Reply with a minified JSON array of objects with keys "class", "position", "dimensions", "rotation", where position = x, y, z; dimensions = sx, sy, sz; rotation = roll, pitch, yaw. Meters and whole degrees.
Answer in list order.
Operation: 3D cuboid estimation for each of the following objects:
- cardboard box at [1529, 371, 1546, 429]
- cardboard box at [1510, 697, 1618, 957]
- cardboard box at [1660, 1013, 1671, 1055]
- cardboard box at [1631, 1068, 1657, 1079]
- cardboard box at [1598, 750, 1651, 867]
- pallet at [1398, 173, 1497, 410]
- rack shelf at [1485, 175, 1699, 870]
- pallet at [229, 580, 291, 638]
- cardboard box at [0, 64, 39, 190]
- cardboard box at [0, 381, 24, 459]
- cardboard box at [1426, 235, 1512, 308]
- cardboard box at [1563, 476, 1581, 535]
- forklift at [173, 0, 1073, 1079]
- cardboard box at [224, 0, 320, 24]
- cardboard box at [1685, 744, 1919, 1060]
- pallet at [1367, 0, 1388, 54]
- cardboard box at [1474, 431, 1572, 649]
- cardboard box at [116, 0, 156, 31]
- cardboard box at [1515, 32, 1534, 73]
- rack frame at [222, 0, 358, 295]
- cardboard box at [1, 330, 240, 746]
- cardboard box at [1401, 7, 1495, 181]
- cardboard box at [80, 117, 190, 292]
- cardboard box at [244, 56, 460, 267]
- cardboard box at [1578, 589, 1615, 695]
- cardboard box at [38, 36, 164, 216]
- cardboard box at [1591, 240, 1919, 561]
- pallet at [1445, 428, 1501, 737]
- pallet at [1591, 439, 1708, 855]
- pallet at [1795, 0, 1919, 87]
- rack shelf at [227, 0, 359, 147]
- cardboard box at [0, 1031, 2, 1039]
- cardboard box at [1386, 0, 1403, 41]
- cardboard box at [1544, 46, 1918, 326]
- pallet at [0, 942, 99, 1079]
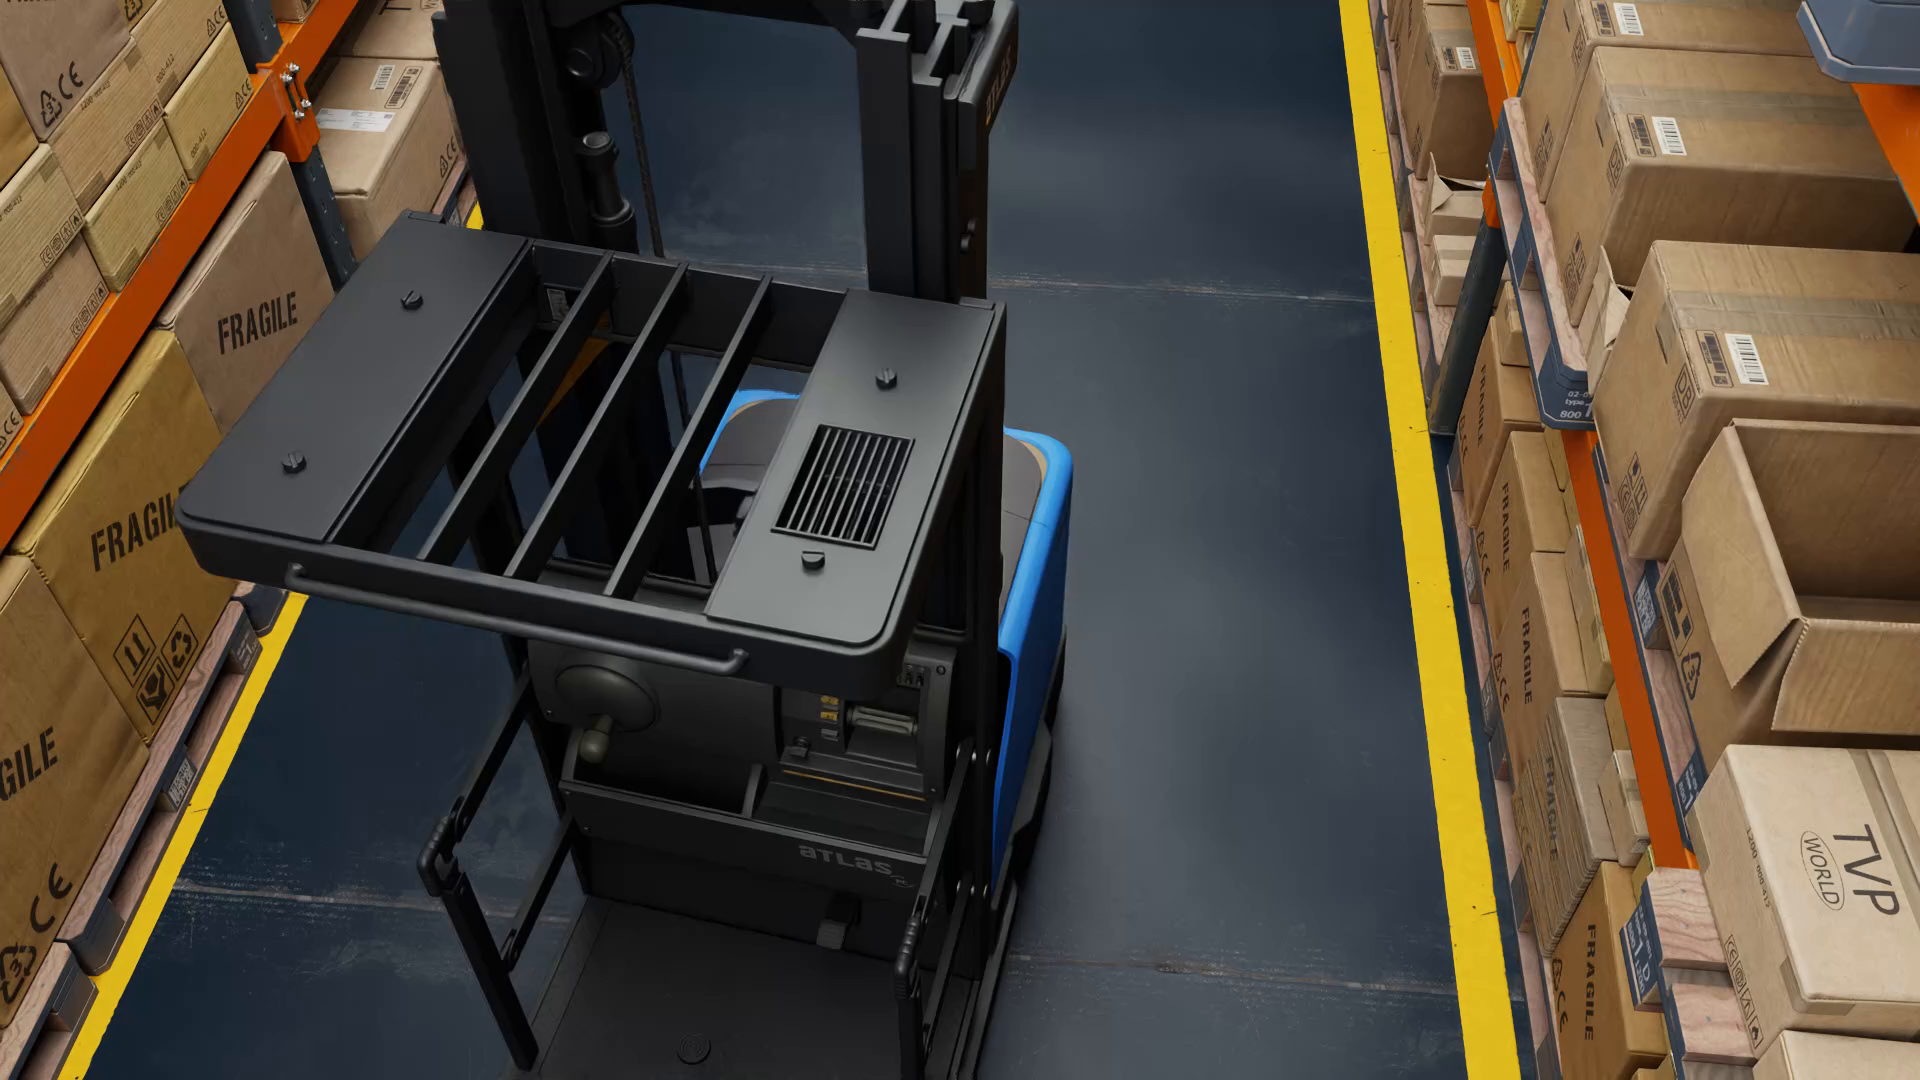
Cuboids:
[{"class":"cardboard box","position":[1.980,-0.469,5.116],"dimensions":[0.380,0.149,0.250],"rotation":[3,48,2]},{"class":"cardboard box","position":[1.815,0.775,4.418],"dimensions":[0.500,0.500,0.500],"rotation":[2,48,2]},{"class":"cardboard box","position":[1.785,1.051,3.725],"dimensions":[0.380,0.149,0.250],"rotation":[5,48,5]},{"class":"cardboard box","position":[1.741,1.542,3.716],"dimensions":[0.500,0.500,0.500],"rotation":[3,48,3]},{"class":"cardboard box","position":[1.802,0.663,4.081],"dimensions":[0.380,0.149,0.250],"rotation":[2,48,2]},{"class":"pallet","position":[2.289,-0.970,6.494],"dimensions":[1.003,0.211,1.213],"rotation":[4,48,4]},{"class":"rack shelf","position":[2.043,0.306,3.925],"dimensions":[1.077,0.370,4.000],"rotation":[4,48,4]},{"class":"pallet","position":[-2.713,-0.225,5.812],"dimensions":[1.003,0.211,1.213],"rotation":[4,48,4]},{"class":"cardboard box","position":[-2.614,-1.012,3.897],"dimensions":[0.500,0.500,0.500],"rotation":[5,48,5]},{"class":"cardboard box","position":[-2.663,-0.217,4.017],"dimensions":[0.500,0.250,0.500],"rotation":[4,48,4]},{"class":"cardboard box","position":[1.984,-1.016,6.293],"dimensions":[0.380,0.149,0.250],"rotation":[3,48,2]},{"class":"cardboard box","position":[1.956,-0.078,4.758],"dimensions":[0.380,0.149,0.250],"rotation":[3,48,3]},{"class":"forklift","position":[-0.521,0.428,3.372],"dimensions":[1.130,2.935,3.031],"rotation":[10,48,9]},{"class":"cardboard box","position":[-2.414,-2.099,5.569],"dimensions":[0.500,0.500,0.500],"rotation":[5,48,5]},{"class":"cardboard box","position":[1.635,0.644,2.945],"dimensions":[0.500,0.250,0.500],"rotation":[2,48,2]},{"class":"pallet","position":[2.511,-2.763,8.134],"dimensions":[1.003,0.211,1.213],"rotation":[4,48,4]},{"class":"cardboard box","position":[1.919,0.027,5.102],"dimensions":[0.500,0.500,0.500],"rotation":[3,48,3]},{"class":"cardboard box","position":[-2.509,-1.764,4.585],"dimensions":[0.500,0.500,0.500],"rotation":[5,48,5]},{"class":"cardboard box","position":[2.003,-1.573,5.326],"dimensions":[0.380,0.149,0.250],"rotation":[4,48,4]},{"class":"rack frame","position":[-2.718,-1.738,5.307],"dimensions":[1.000,3.000,0.127],"rotation":[4,48,4]},{"class":"cardboard box","position":[-2.769,-0.037,4.907],"dimensions":[0.875,0.875,0.875],"rotation":[5,48,5]},{"class":"cardboard box","position":[2.229,-1.813,6.785],"dimensions":[0.700,0.500,0.500],"rotation":[2,48,2]},{"class":"cardboard box","position":[-2.555,-0.967,4.703],"dimensions":[0.500,0.250,0.500],"rotation":[3,48,3]},{"class":"cardboard box","position":[-2.554,-1.469,6.513],"dimensions":[0.875,0.438,0.875],"rotation":[3,48,3]},{"class":"cardboard box","position":[1.871,0.286,4.426],"dimensions":[0.380,0.149,0.250],"rotation":[5,48,5]},{"class":"cardboard box","position":[-2.554,-1.148,4.530],"dimensions":[0.500,0.250,0.500],"rotation":[5,48,4]},{"class":"cardboard box","position":[1.840,-0.285,3.625],"dimensions":[0.700,0.500,0.500],"rotation":[4,48,3]},{"class":"pallet","position":[2.189,0.135,5.484],"dimensions":[1.003,0.211,1.213],"rotation":[4,48,4]},{"class":"pallet","position":[2.034,0.168,3.694],"dimensions":[1.003,0.211,1.213],"rotation":[4,48,4]},{"class":"pallet","position":[2.005,-1.119,2.835],"dimensions":[1.213,0.211,1.003],"rotation":[4,48,4]},{"class":"rack shelf","position":[-2.536,-2.965,6.916],"dimensions":[1.077,0.370,4.000],"rotation":[4,48,4]},{"class":"cardboard box","position":[-2.937,1.275,3.707],"dimensions":[0.875,0.875,0.875],"rotation":[3,48,3]},{"class":"cardboard box","position":[2.323,-2.576,7.482],"dimensions":[0.700,0.500,0.500],"rotation":[6,48,5]},{"class":"cardboard box","position":[1.911,-0.861,4.153],"dimensions":[0.700,0.500,0.500],"rotation":[4,48,4]},{"class":"pallet","position":[-2.936,1.568,4.173],"dimensions":[1.003,0.211,1.213],"rotation":[4,48,4]}]
